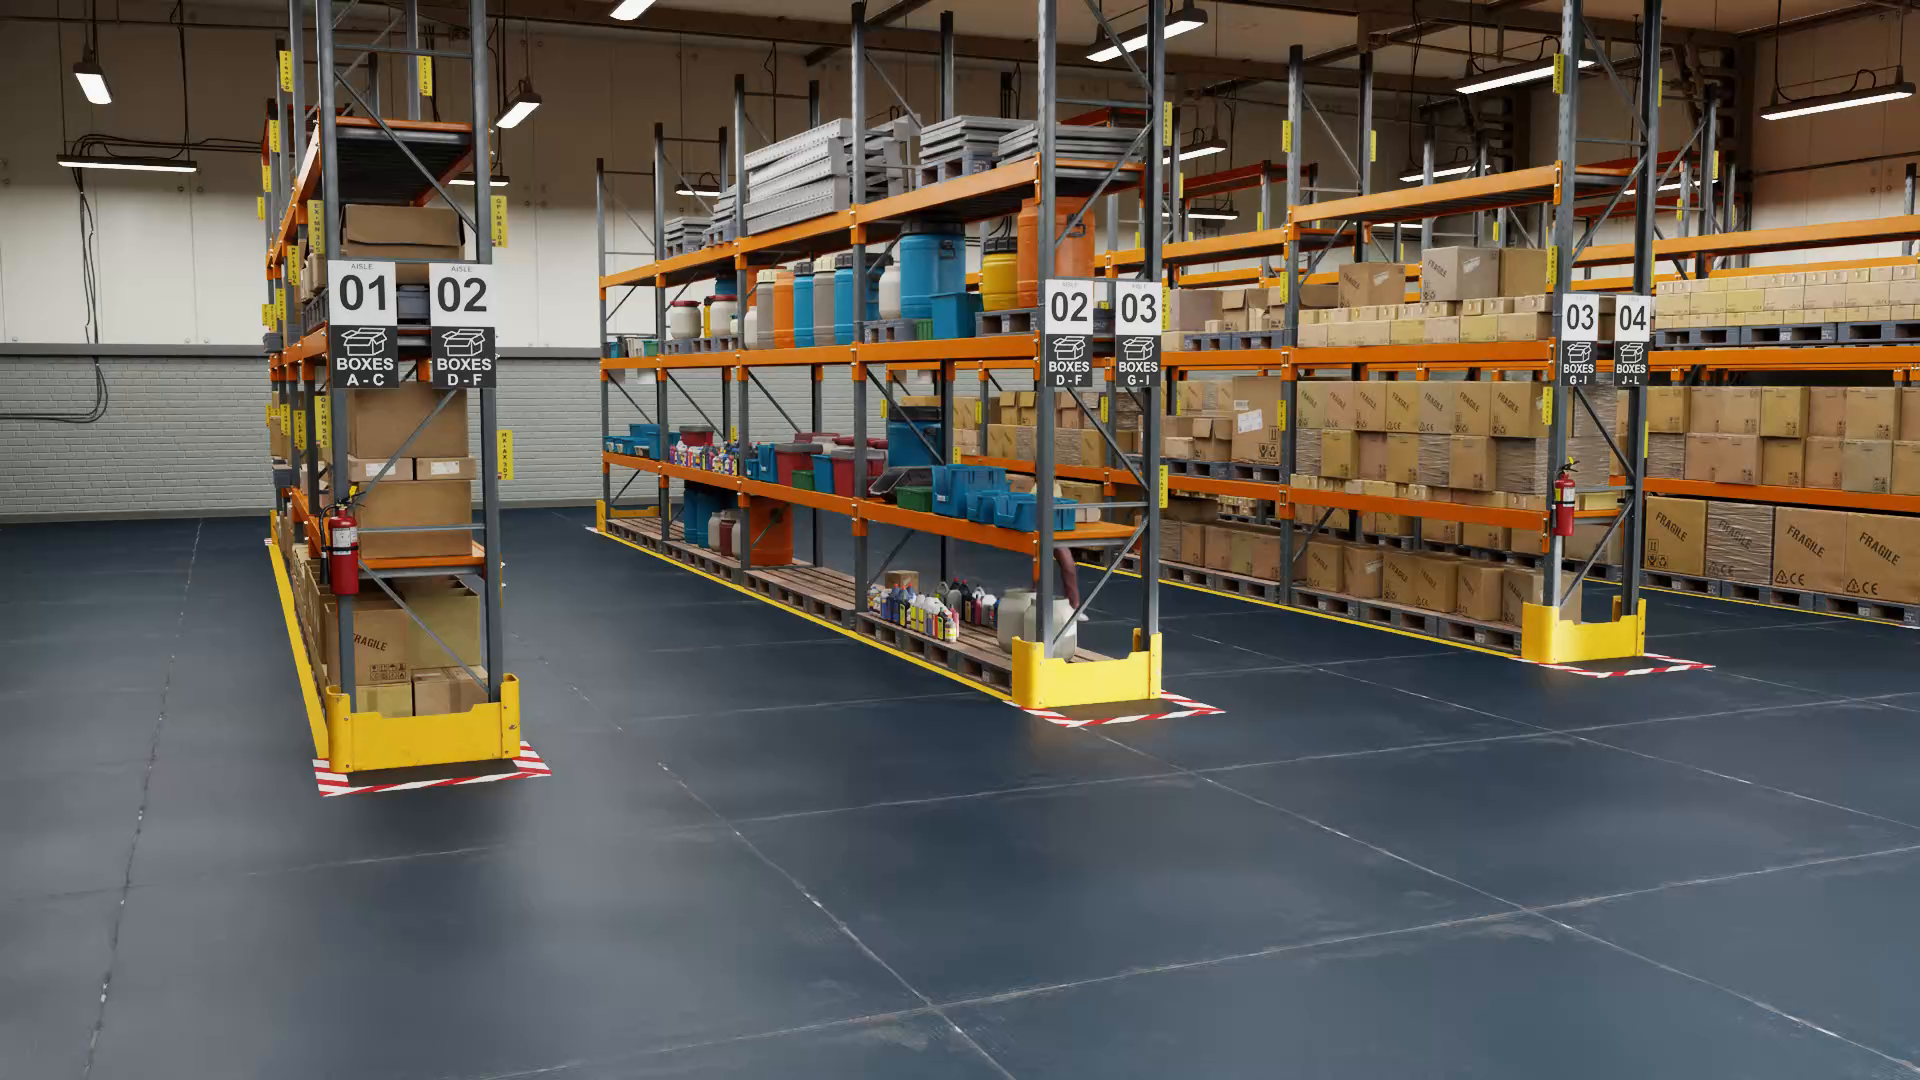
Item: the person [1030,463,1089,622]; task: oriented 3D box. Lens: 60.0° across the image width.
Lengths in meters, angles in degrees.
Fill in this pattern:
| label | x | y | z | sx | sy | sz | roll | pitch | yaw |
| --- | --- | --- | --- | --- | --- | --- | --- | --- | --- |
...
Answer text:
| label | x | y | z | sx | sy | sz | roll | pitch | yaw |
| --- | --- | --- | --- | --- | --- | --- | --- | --- | --- |
| person | 0.963 | -0.002 | 17.100 | 0.552 | 1.682 | 0.716 | -4 | 7 | -37 |
